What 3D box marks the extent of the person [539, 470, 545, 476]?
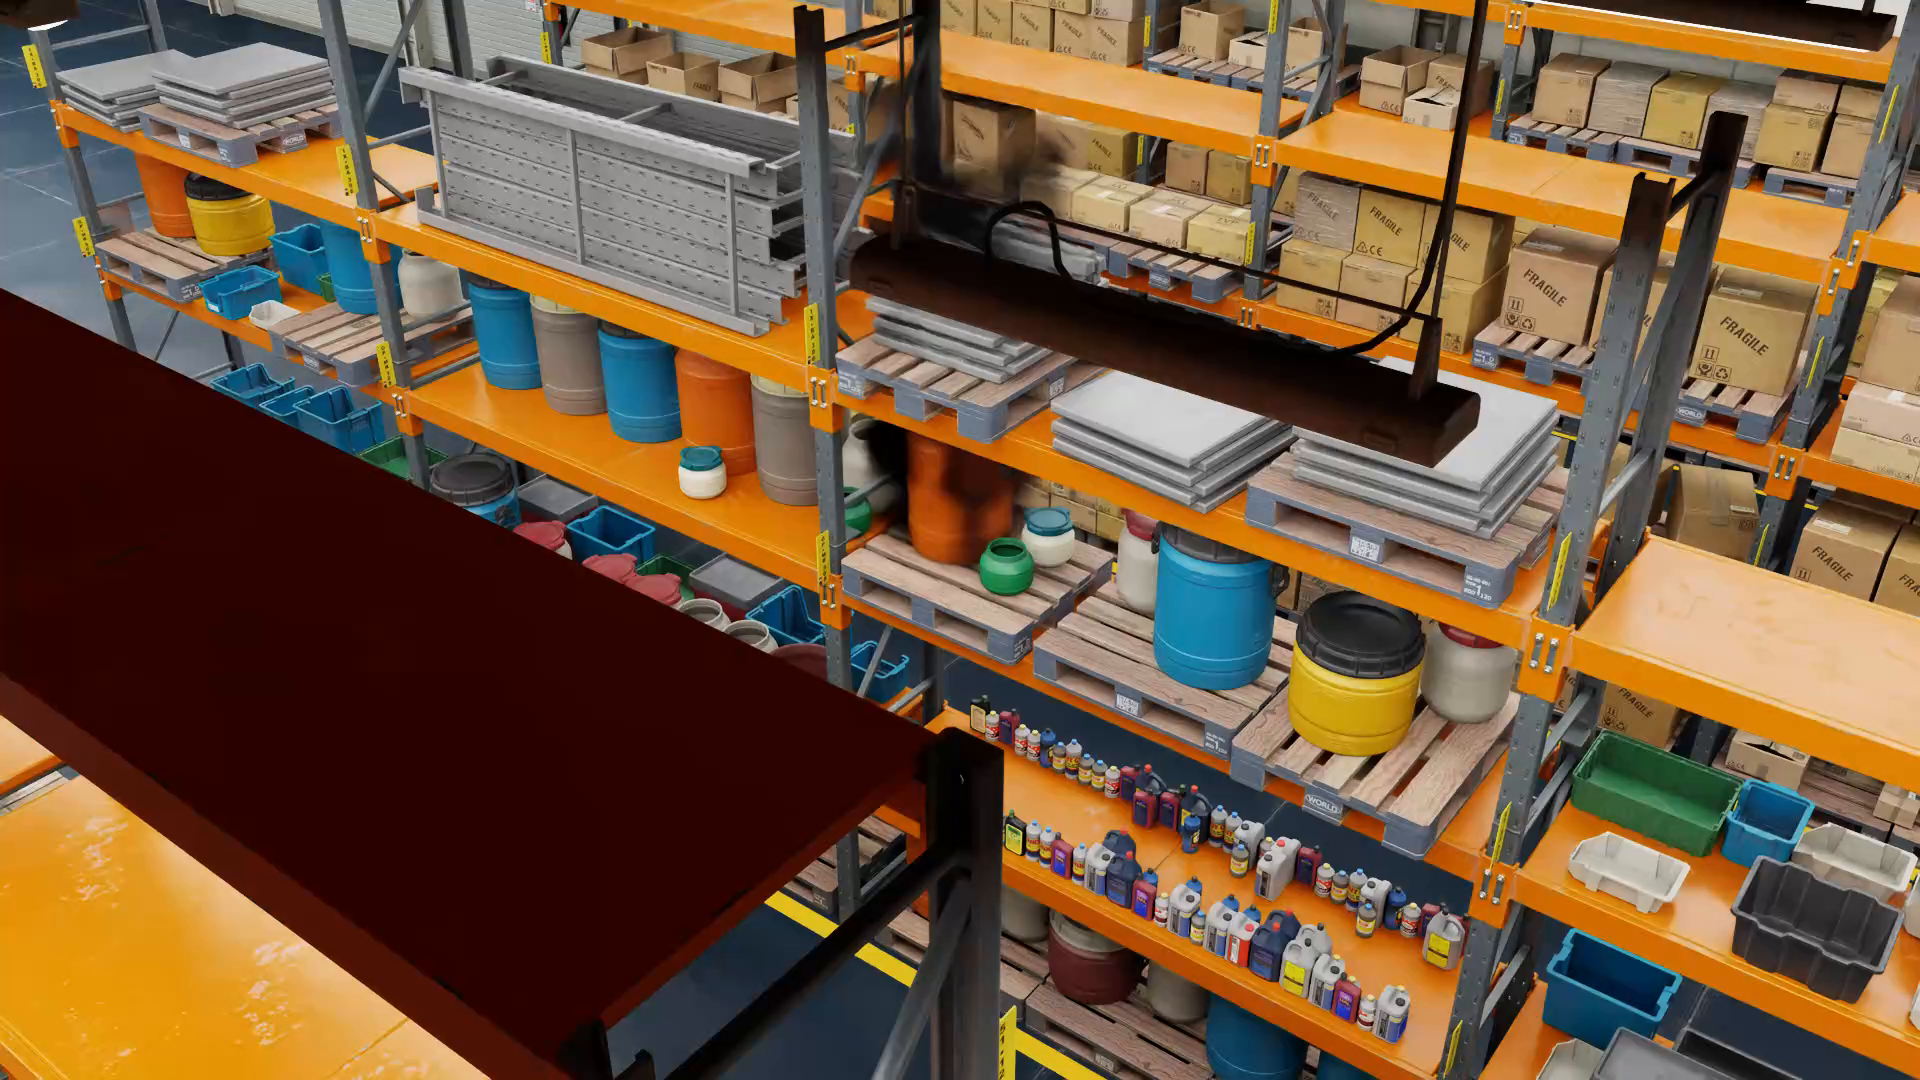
[{"bbox_3d":[-3.631,-0.821,15.084,0.834,1.594,0.588,16,35,24],"label":"person"}]
